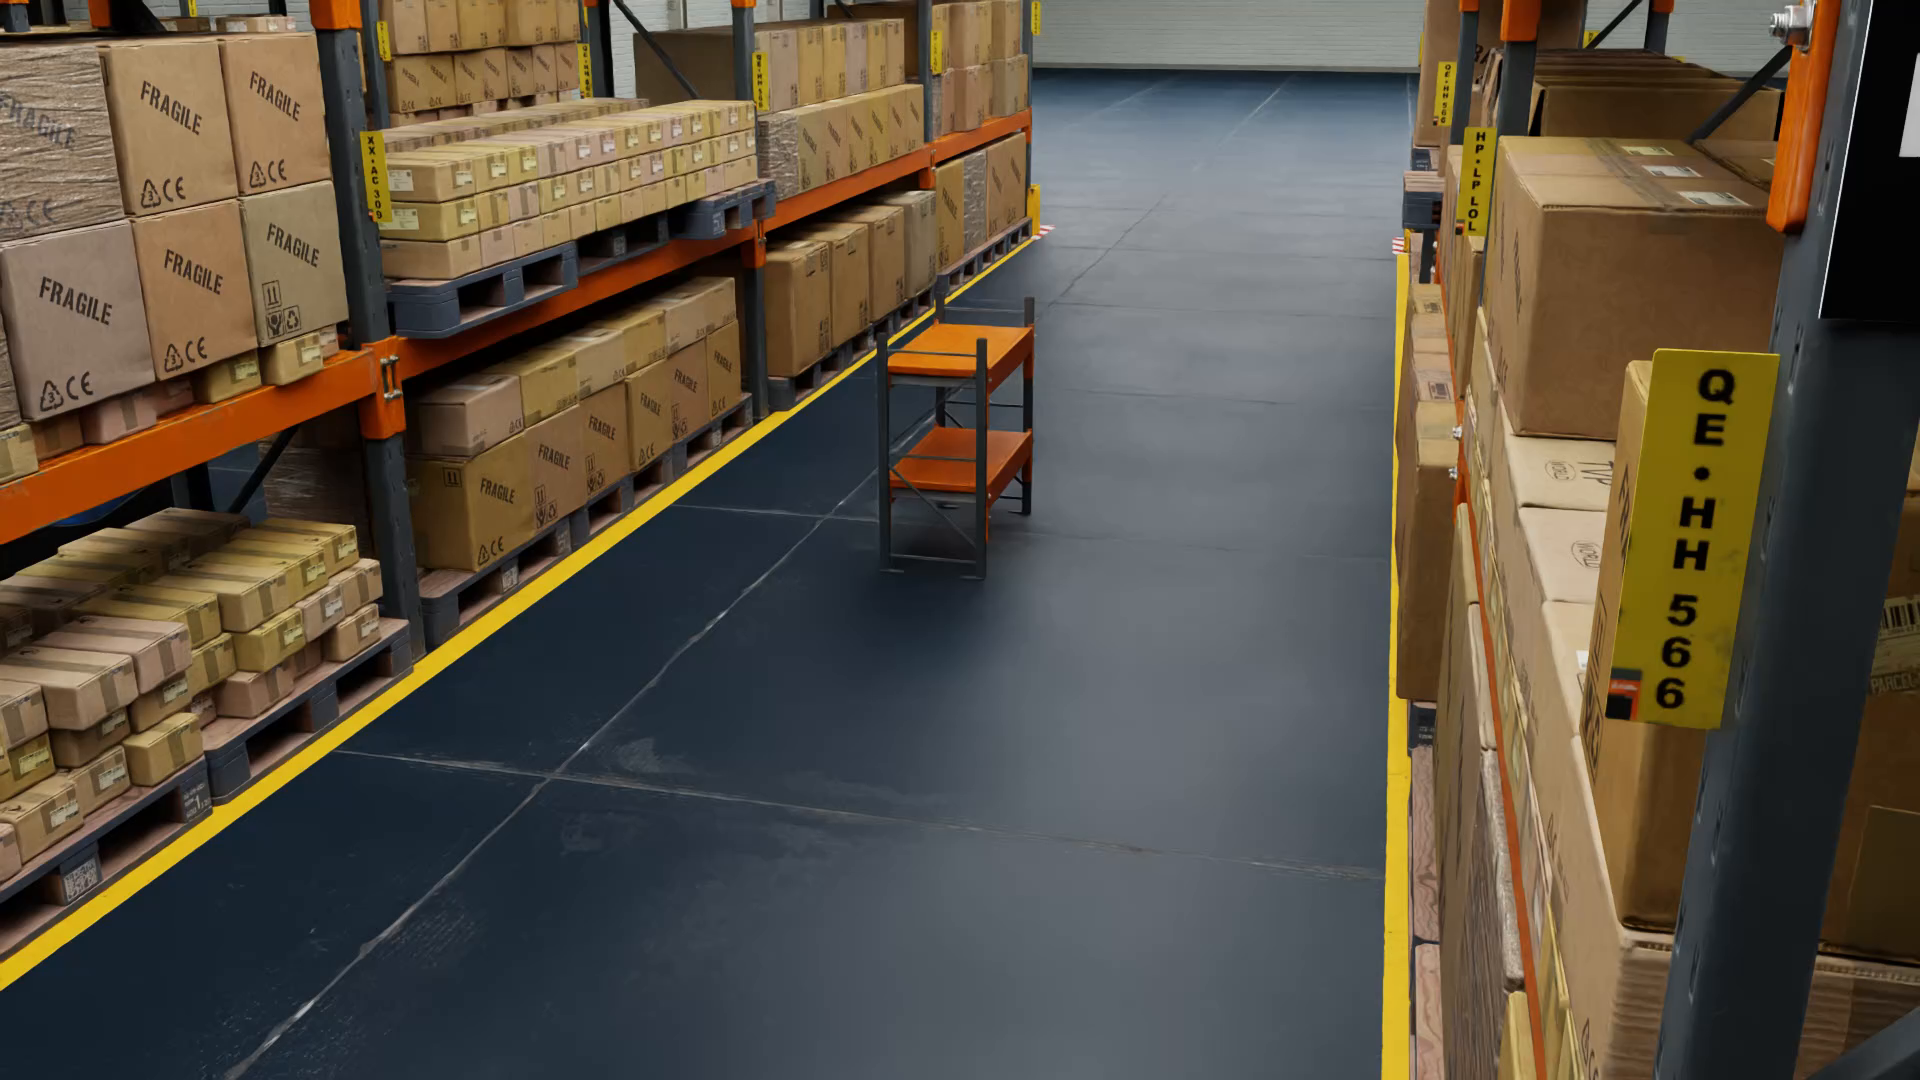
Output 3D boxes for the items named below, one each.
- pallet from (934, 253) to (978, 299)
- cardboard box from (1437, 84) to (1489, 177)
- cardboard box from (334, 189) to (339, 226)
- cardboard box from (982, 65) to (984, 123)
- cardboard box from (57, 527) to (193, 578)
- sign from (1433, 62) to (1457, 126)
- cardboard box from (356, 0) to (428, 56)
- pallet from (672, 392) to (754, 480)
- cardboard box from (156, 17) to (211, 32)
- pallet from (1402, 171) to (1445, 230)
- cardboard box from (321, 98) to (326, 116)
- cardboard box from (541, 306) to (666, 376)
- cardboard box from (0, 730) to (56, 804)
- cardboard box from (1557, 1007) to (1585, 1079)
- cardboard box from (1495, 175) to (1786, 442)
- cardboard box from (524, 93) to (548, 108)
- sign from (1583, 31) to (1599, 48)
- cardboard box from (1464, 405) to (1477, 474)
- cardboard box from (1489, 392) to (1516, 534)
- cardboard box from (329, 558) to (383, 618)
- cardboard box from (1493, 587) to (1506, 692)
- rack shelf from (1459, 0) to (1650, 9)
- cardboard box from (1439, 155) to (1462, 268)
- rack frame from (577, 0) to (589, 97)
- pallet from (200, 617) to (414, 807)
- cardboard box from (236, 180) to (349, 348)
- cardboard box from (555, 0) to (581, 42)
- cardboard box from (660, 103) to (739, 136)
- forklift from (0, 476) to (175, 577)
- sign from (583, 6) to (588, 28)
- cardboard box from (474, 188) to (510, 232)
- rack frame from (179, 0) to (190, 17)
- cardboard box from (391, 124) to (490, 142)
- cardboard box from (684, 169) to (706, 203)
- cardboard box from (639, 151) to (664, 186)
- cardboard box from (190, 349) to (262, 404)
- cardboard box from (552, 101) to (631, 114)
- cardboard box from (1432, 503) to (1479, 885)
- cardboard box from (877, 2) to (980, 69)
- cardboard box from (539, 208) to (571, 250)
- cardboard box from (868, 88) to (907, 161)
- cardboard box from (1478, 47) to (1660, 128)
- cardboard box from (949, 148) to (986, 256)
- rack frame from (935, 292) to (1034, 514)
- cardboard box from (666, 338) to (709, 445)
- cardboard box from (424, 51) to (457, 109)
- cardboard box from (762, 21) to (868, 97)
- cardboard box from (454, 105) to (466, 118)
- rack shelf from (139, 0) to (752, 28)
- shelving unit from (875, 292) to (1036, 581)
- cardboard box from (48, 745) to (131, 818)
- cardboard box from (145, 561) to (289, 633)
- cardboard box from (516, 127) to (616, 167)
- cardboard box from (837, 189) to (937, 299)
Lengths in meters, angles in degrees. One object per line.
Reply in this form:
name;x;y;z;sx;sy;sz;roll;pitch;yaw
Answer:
pallet;-0.462;-2.386;14.845;1.003;0.211;1.213;5;19;13
cardboard box;3.216;-2.397;9.761;0.700;0.500;0.500;8;20;21
cardboard box;-2.709;-1.409;6.951;0.380;0.149;0.250;5;19;14
cardboard box;-0.254;-4.169;15.520;0.875;0.550;0.500;5;19;13
cardboard box;-3.088;0.077;6.163;0.380;0.149;0.250;6;20;16
sign;2.555;-2.346;8.747;0.100;0.325;0.005;5;19;13
cardboard box;-5.231;-4.614;14.894;0.700;0.500;0.500;4;19;13
pallet;-1.893;-0.655;9.778;1.003;0.211;1.213;5;19;13
cardboard box;-6.172;-4.058;13.159;0.380;0.149;0.250;6;20;16
pallet;3.155;-1.937;9.514;1.213;0.211;1.003;5;19;13
cardboard box;-5.488;-3.648;13.965;0.380;0.149;0.250;4;19;12
cardboard box;-1.866;-1.038;8.642;0.500;0.250;0.500;5;20;15
cardboard box;-2.941;0.654;4.933;0.380;0.149;0.250;6;20;16
cardboard box;0.897;0.693;1.907;0.380;0.149;0.250;5;19;14
cardboard box;1.491;-0.520;3.680;0.500;0.500;0.500;4;19;12
cardboard box;-4.526;-4.583;17.353;0.380;0.149;0.250;5;19;14
sign;4.600;-3.555;12.163;0.100;0.325;0.005;5;19;13
cardboard box;1.648;-0.274;4.739;0.380;0.149;0.250;4;19;12
cardboard box;1.490;-0.167;3.808;0.500;0.250;0.500;5;20;15
cardboard box;-2.447;0.168;6.356;0.380;0.149;0.250;5;20;14
cardboard box;1.271;0.214;3.310;0.380;0.149;0.250;5;19;14
rack shelf;3.572;-3.502;10.271;1.077;0.370;4.000;5;19;13
cardboard box;2.577;-1.551;7.932;0.500;0.500;0.500;4;19;12
rack frame;-4.571;-5.086;18.437;1.000;3.000;0.127;5;19;13
pallet;-2.808;0.567;6.200;1.003;0.211;1.213;5;19;13
cardboard box;-2.523;-0.980;5.800;0.500;0.500;0.500;5;19;13
cardboard box;-4.484;-5.570;17.692;0.700;0.500;0.500;4;19;12
cardboard box;-1.440;-2.312;9.135;0.380;0.149;0.250;4;19;13
forklift;-5.407;-1.305;7.473;3.031;2.935;1.130;-1;19;-3
sign;-4.038;-5.733;18.052;0.100;0.325;0.005;5;19;13
cardboard box;-2.075;-1.355;6.792;0.380;0.149;0.250;4;19;12
rack frame;-9.385;-5.477;19.581;1.000;3.000;0.127;5;19;13
cardboard box;-2.450;-1.877;7.860;0.380;0.149;0.250;4;19;11
cardboard box;-1.565;-1.872;8.767;0.380;0.149;0.250;4;19;13
cardboard box;-1.693;-1.845;8.226;0.380;0.149;0.250;5;20;15
cardboard box;-2.602;-0.570;5.605;0.380;0.149;0.250;5;20;16
cardboard box;-2.065;-2.367;9.294;0.380;0.149;0.250;4;19;12
cardboard box;1.868;0.465;4.823;0.875;0.875;0.875;5;19;13
cardboard box;-0.313;-4.508;14.842;0.875;0.550;0.550;5;19;13
cardboard box;-1.947;-1.377;7.316;0.380;0.149;0.250;5;19;14
cardboard box;-0.716;-3.177;12.694;0.500;0.500;0.500;4;19;13
cardboard box;2.889;-2.090;7.959;0.797;0.503;0.637;5;20;15
cardboard box;-0.286;-3.141;15.379;0.875;0.875;0.875;5;19;14
rack frame;0.123;-0.690;8.466;0.500;1.125;0.032;5;19;13
cardboard box;-1.739;-0.846;9.240;0.500;0.500;0.500;5;20;16
cardboard box;-5.071;-4.295;15.508;0.500;0.500;0.500;5;19;13
cardboard box;-1.087;-3.518;12.144;0.700;0.500;0.500;5;19;14
cardboard box;-4.985;-4.116;15.987;0.380;0.149;0.250;5;19;13
rack shelf;-2.190;-2.671;7.840;1.077;0.370;4.000;5;19;13
shelving unit;-0.002;-0.530;8.000;0.538;1.125;1.048;5;19;13
cardboard box;-2.826;0.736;5.154;0.380;0.149;0.250;5;19;14
cardboard box;-2.591;0.197;5.810;0.380;0.149;0.250;4;19;13
cardboard box;-1.821;-1.819;7.692;0.380;0.149;0.250;5;20;15
cardboard box;-0.788;-2.405;13.420;1.050;0.750;0.750;5;19;13
